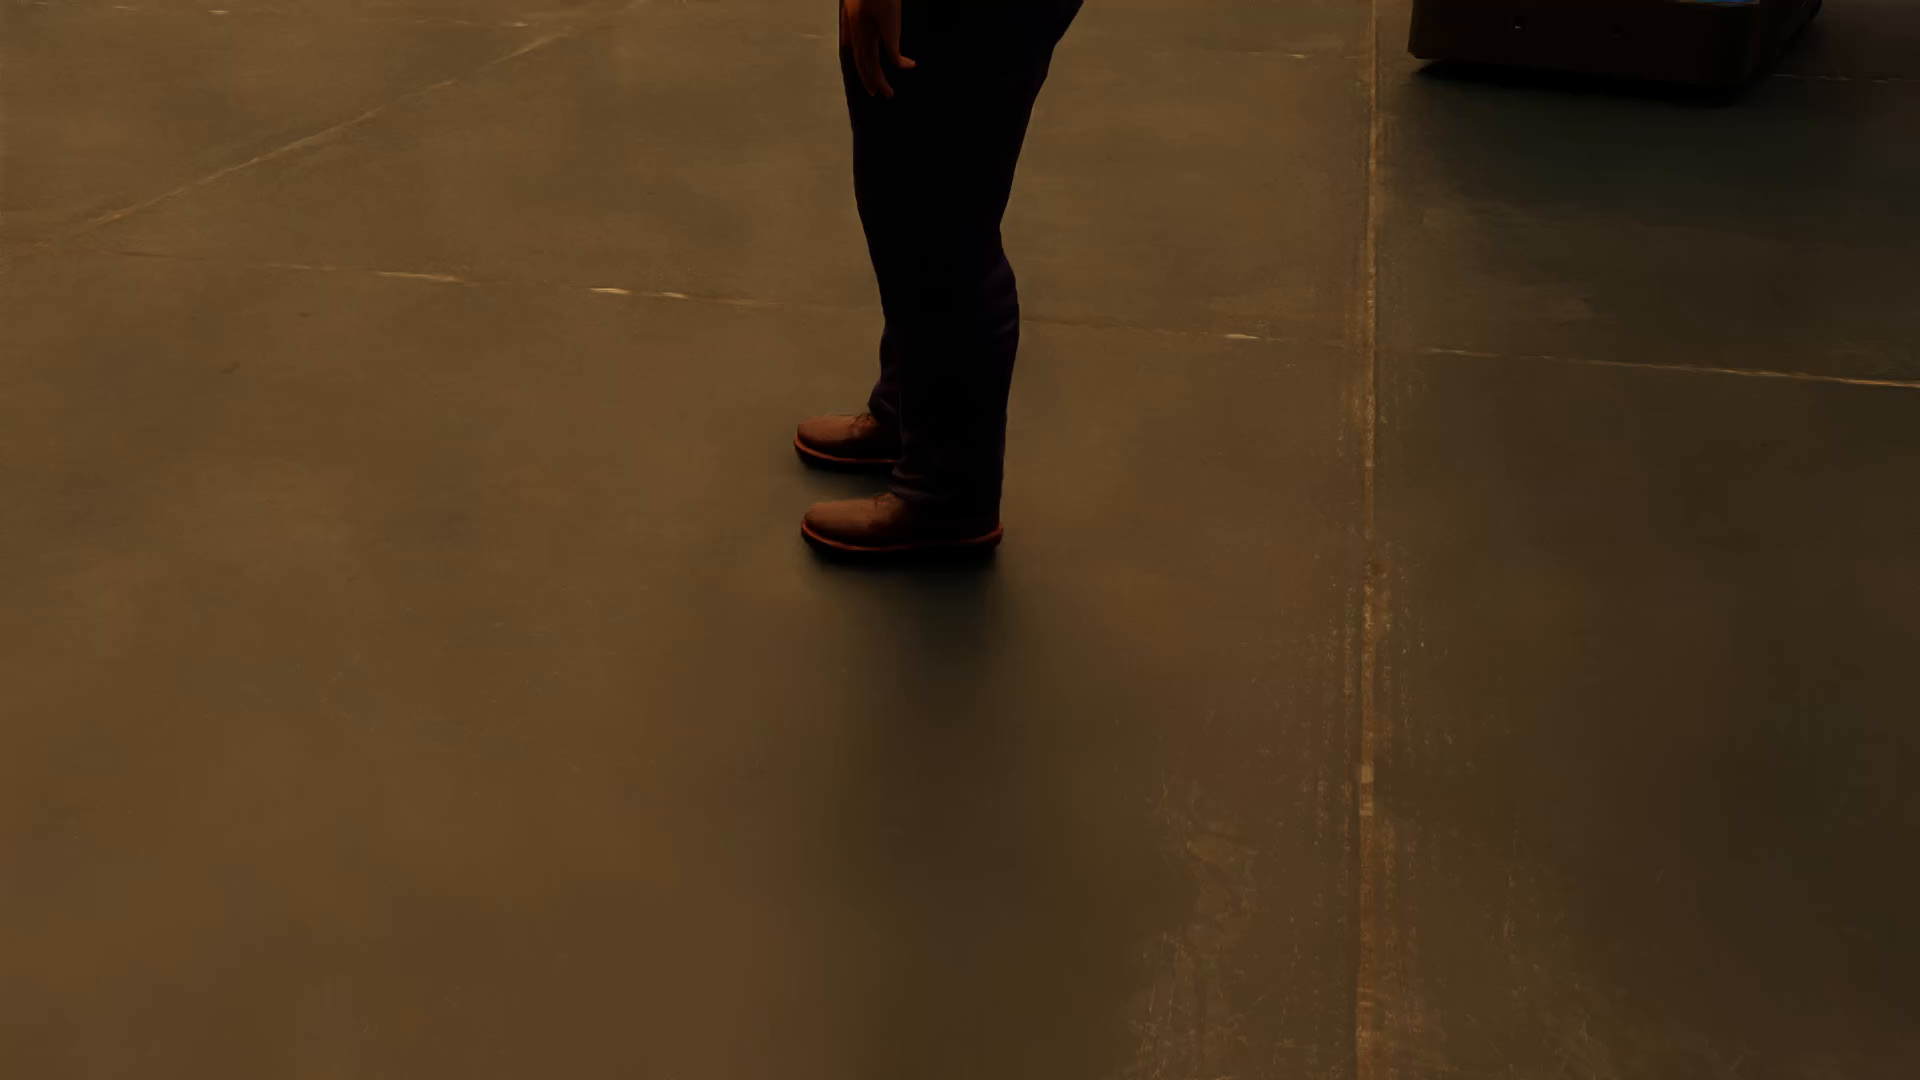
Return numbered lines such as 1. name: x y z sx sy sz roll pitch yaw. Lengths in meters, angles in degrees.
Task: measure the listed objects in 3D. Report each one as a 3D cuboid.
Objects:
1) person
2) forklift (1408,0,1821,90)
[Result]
1. person: -0.083 -0.761 2.163 0.502 1.650 0.599 6 27 11
2. forklift: 2.698 -3.327 5.842 1.130 2.935 3.031 15 30 27
